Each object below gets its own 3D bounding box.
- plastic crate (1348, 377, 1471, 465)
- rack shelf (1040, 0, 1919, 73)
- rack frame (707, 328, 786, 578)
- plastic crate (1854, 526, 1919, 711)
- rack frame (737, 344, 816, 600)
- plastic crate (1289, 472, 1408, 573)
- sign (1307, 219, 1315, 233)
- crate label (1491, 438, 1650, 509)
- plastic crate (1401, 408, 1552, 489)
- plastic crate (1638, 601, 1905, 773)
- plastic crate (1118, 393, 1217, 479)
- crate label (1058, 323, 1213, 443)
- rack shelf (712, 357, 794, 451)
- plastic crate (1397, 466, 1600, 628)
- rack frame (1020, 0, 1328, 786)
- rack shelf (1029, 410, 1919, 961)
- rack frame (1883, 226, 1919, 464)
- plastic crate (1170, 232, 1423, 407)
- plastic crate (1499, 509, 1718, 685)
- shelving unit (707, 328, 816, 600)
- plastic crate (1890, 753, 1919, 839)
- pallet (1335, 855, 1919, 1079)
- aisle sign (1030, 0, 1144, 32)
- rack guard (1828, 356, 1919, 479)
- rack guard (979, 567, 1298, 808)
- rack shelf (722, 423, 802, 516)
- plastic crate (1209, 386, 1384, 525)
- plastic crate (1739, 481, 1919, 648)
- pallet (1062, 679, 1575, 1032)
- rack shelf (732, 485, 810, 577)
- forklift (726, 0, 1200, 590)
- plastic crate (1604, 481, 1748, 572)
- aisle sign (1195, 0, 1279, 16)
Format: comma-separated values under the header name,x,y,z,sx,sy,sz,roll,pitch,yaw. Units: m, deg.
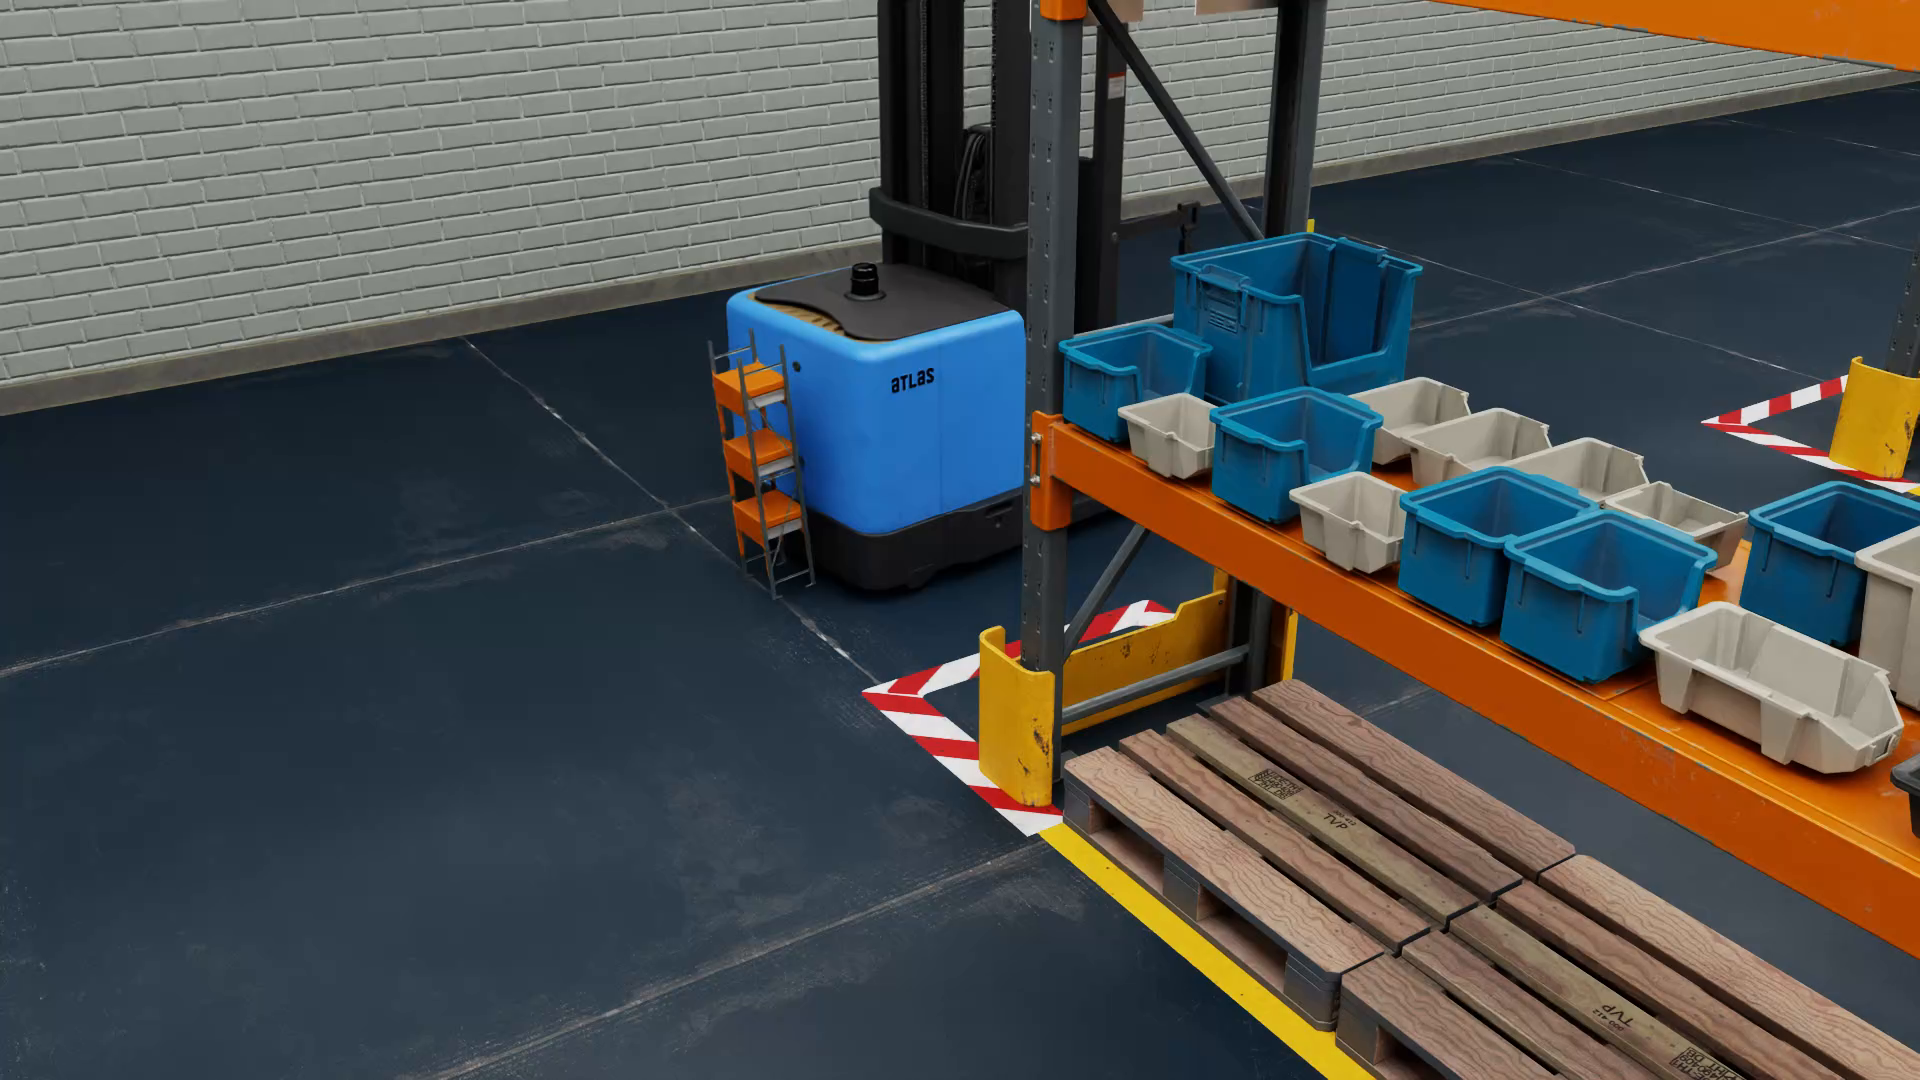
name,x,y,z,sx,sy,sz,roll,pitch,yaw
plastic crate,1.243,-0.325,4.662,0.396,0.136,0.243,-16,29,-30
rack shelf,1.738,-0.982,3.145,1.077,0.370,4.000,-16,29,-30
rack frame,-0.854,-0.336,6.712,0.200,1.050,0.008,-22,32,-28
plastic crate,2.150,0.202,3.377,0.437,0.282,0.530,-16,29,-30
rack frame,-0.715,-0.251,6.531,0.200,1.050,0.008,-22,32,-28
plastic crate,0.981,-0.032,4.043,0.250,0.136,0.298,-16,29,-30
sign,1.098,-0.874,5.396,0.100,0.325,0.005,-16,29,-30
crate label,1.561,-0.124,4.237,0.396,0.136,0.243,-16,29,-30
plastic crate,1.389,-0.218,4.436,0.396,0.136,0.243,-16,29,-30
plastic crate,1.627,0.304,3.331,0.293,0.136,0.466,-16,29,-30
plastic crate,0.611,-0.275,4.557,0.250,0.136,0.298,-16,29,-30
crate label,0.505,-0.453,4.821,0.416,0.233,0.303,-16,29,-30
rack shelf,-0.805,-0.534,6.493,0.215,0.259,0.240,-22,32,-28
plastic crate,1.224,0.018,3.823,0.416,0.233,0.300,-16,29,-30
rack frame,0.646,-0.666,5.147,1.000,3.000,0.127,-16,29,-30
rack shelf,1.738,0.375,3.786,1.077,0.370,4.000,-16,29,-30
rack frame,4.796,-1.820,7.592,1.000,3.000,0.127,-16,29,-30
plastic crate,0.985,-0.633,4.965,0.616,0.435,0.499,-16,29,-30
plastic crate,1.387,0.126,3.596,0.416,0.233,0.300,-16,29,-30
shelving unit,-0.785,-0.293,6.622,0.215,1.050,0.252,-22,32,-28
plastic crate,1.993,0.524,2.878,0.437,0.125,0.590,-16,29,-30
pallet,1.725,1.335,4.175,1.003,0.211,1.213,-16,29,-30
aisle sign,0.358,-1.798,4.500,0.394,0.787,0.004,-16,29,-30
rack guard,4.783,-0.699,8.144,1.175,0.500,0.348,-16,29,-30
rack guard,0.622,0.459,5.693,1.175,0.500,0.348,-16,29,-30
rack shelf,-0.784,-0.284,6.627,0.215,0.259,0.240,-22,32,-28
plastic crate,0.864,-0.217,4.322,0.416,0.233,0.300,-16,29,-30
plastic crate,1.982,0.057,3.741,0.416,0.233,0.300,-16,29,-30
pallet,1.064,0.899,5.099,1.003,0.211,1.213,-16,29,-30
rack shelf,-0.763,-0.040,6.757,0.215,0.259,0.240,-22,32,-28
forklift,0.459,-1.631,7.272,3.031,2.935,1.130,-20,32,-36
plastic crate,1.739,-0.022,4.022,0.298,0.136,0.250,-16,29,-30
aisle sign,0.852,-1.936,4.792,0.394,0.787,0.004,-16,29,-30
